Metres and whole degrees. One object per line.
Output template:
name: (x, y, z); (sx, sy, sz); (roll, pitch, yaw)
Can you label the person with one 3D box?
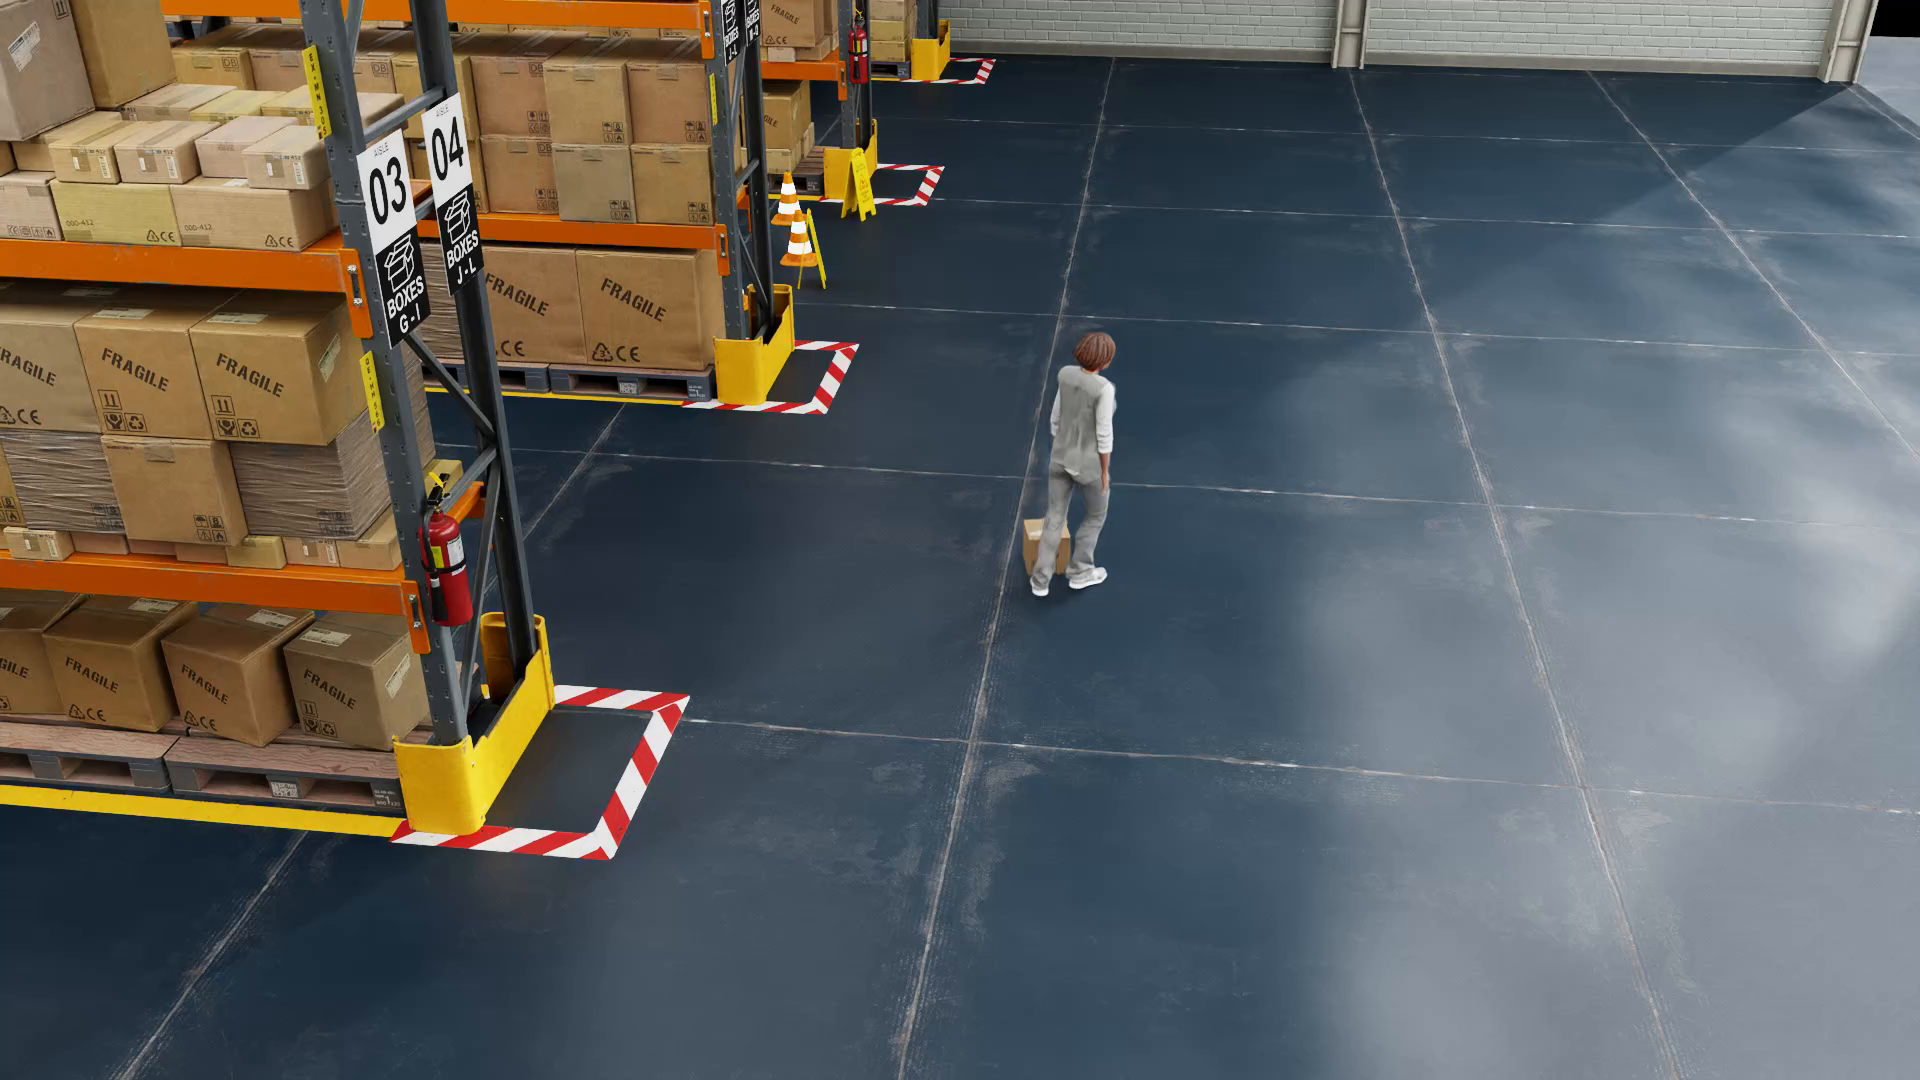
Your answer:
person: (0.646, -0.409, 9.384); (0.443, 1.586, 0.518); (22, 36, 35)
